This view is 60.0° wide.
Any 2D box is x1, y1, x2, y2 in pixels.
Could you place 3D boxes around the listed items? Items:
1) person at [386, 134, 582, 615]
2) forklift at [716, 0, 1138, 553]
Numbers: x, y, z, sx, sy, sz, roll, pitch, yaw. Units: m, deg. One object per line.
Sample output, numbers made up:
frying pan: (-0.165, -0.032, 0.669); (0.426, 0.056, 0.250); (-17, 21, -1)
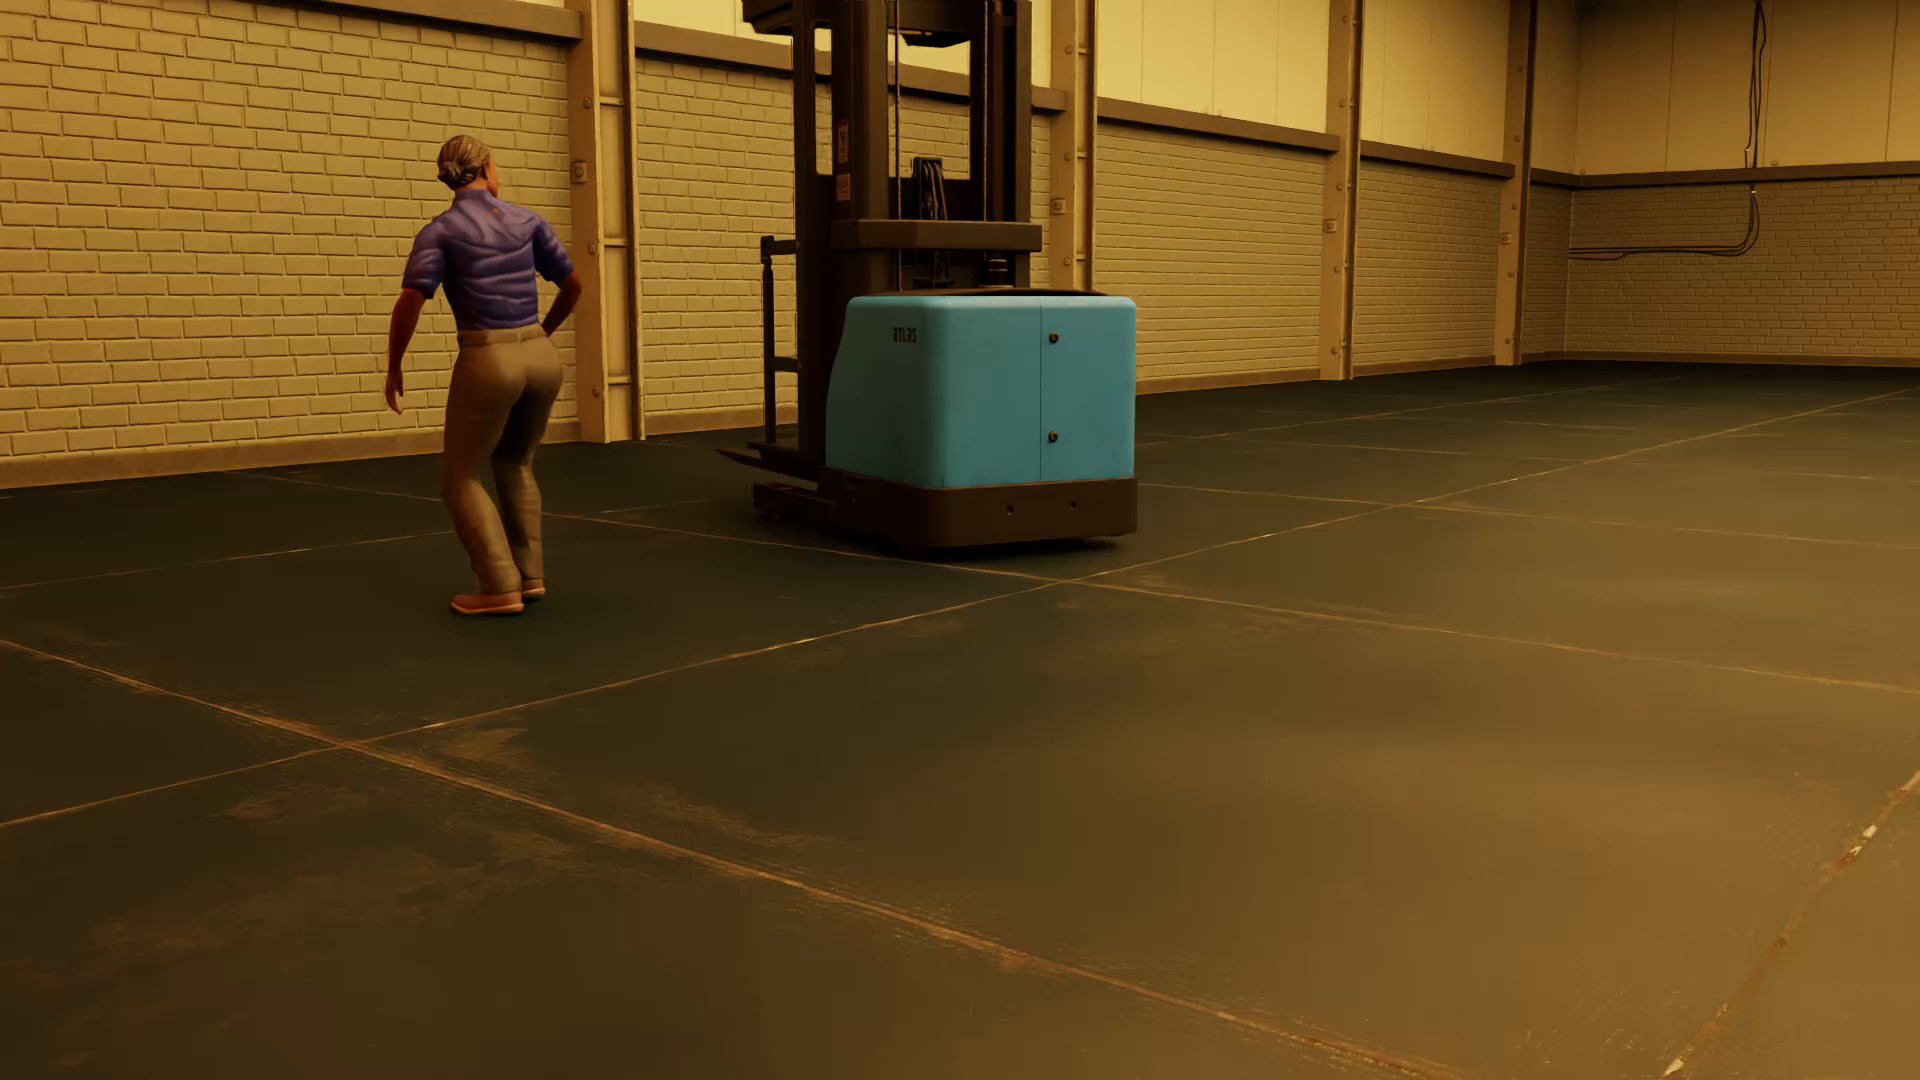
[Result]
person: (-1.645, -0.560, 5.702); (0.463, 1.621, 0.655); (7, 11, 41)
forklift: (-0.370, -1.571, 8.018); (1.130, 2.935, 3.031); (-4, 9, -28)
